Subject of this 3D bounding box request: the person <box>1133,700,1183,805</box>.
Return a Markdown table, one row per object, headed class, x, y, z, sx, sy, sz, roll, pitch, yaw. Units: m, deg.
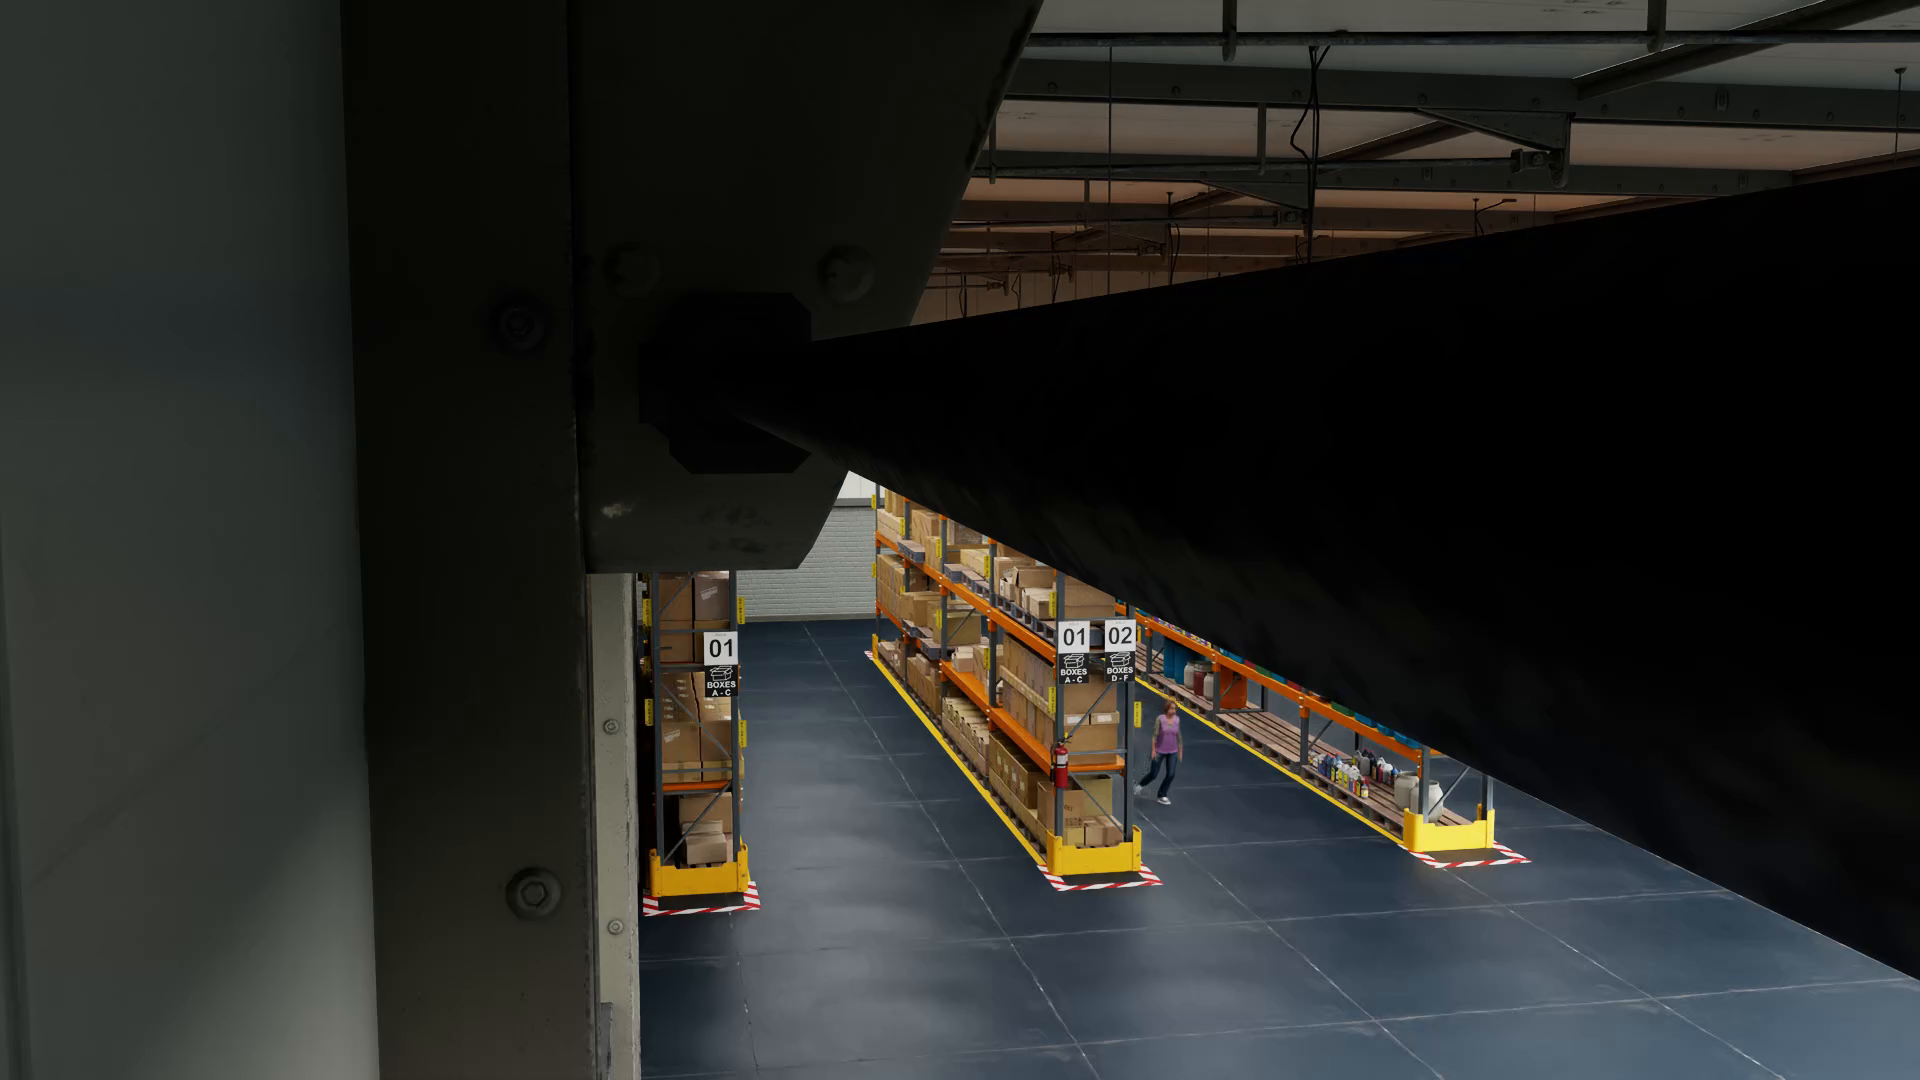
| class | x | y | z | sx | sy | sz | roll | pitch | yaw |
| --- | --- | --- | --- | --- | --- | --- | --- | --- | --- |
| person | 2.897 | 3.069 | 24.250 | 0.672 | 1.534 | 0.502 | -1 | 6 | -11 |
